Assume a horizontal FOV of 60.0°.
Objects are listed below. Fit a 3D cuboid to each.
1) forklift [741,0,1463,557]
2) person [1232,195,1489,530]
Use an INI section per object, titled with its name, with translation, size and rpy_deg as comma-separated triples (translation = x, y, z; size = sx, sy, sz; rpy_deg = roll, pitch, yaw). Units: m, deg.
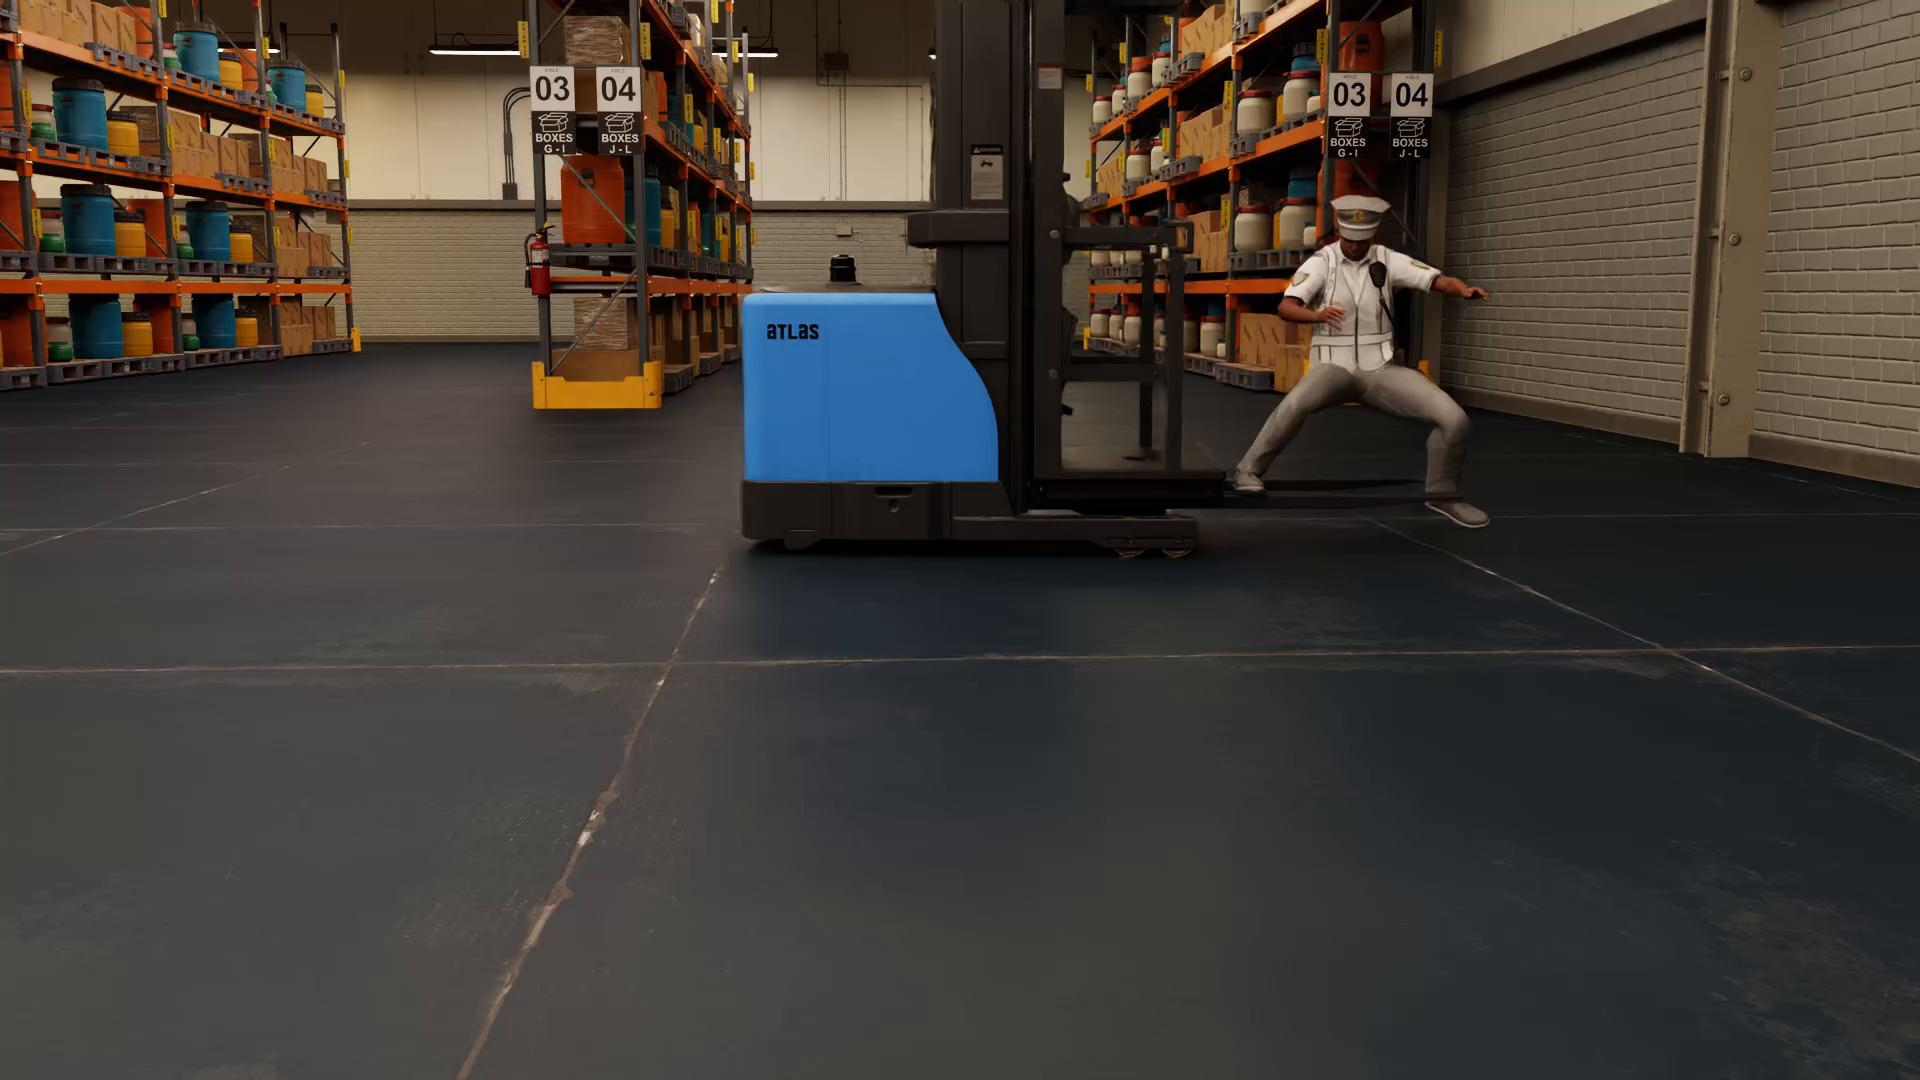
[forklift]
translation = 0.607, -1.457, 7.146
size = 3.031, 2.935, 1.130
rpy_deg = 0, 8, 0
[person]
translation = 1.718, -0.743, 7.034
size = 1.100, 1.416, 0.675
rpy_deg = 1, 9, 7
